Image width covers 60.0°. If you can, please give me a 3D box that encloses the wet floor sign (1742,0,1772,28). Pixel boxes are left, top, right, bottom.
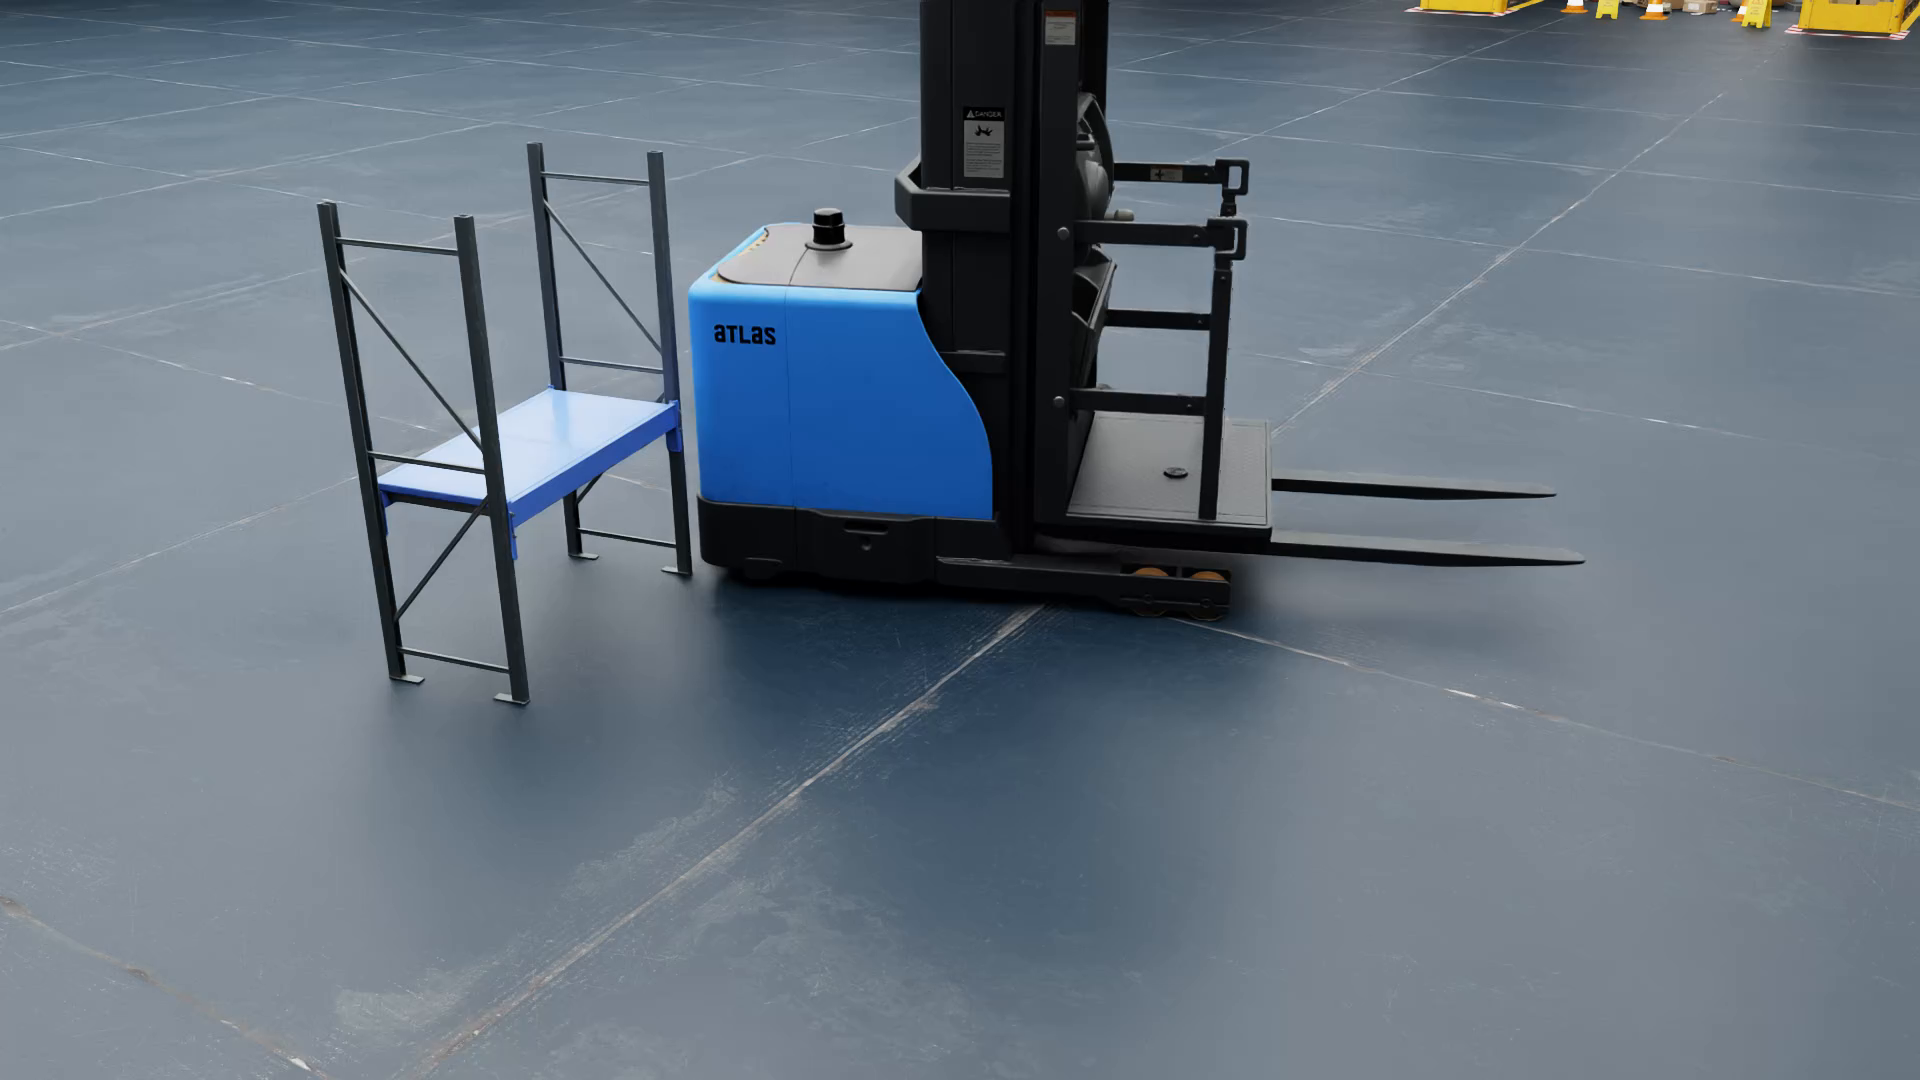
[{"bbox_3d":[10.441,-7.035,21.687,0.232,0.644,0.267,-17,29,-35],"label":"wet floor sign"}]

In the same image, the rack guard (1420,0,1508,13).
[{"bbox_3d":[7.179,-7.803,23.645,1.175,0.500,0.348,14,27,29],"label":"rack guard"}]

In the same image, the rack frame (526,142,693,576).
[{"bbox_3d":[-1.201,-0.600,5.748,0.500,1.500,0.032,9,25,19],"label":"rack frame"}]

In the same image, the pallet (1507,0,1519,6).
[{"bbox_3d":[7.547,-7.965,24.382,1.003,0.211,1.213,14,27,29],"label":"pallet"}]

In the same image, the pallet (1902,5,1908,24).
[{"bbox_3d":[11.949,-6.968,22.079,1.003,0.211,1.213,14,27,29],"label":"pallet"}]

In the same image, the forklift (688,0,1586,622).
[{"bbox_3d":[0.640,-1.298,5.558,3.031,2.935,1.130,4,24,9],"label":"forklift"}]

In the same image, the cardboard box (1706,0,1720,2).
[{"bbox_3d":[11.307,-8.225,24.915,0.258,0.266,0.396,-3,24,-7],"label":"cardboard box"}]

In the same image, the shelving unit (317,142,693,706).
[{"bbox_3d":[-1.379,-0.411,5.311,0.538,1.500,1.048,9,25,19],"label":"shelving unit"}]

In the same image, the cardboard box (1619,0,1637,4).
[{"bbox_3d":[9.960,-8.087,24.597,0.396,0.266,0.258,20,30,38],"label":"cardboard box"}]

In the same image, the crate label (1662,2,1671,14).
[{"bbox_3d":[9.821,-7.453,23.293,0.250,0.136,0.298,1,23,2],"label":"crate label"}]

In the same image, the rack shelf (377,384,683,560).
[{"bbox_3d":[-1.379,-0.246,5.383,0.538,0.185,1.000,9,25,19],"label":"rack shelf"}]

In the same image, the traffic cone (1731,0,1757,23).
[{"bbox_3d":[10.581,-7.206,22.313,0.336,0.463,0.334,14,27,29],"label":"traffic cone"}]

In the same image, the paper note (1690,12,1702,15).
[{"bbox_3d":[10.258,-7.329,23.140,0.148,0.019,0.142,5,24,11],"label":"paper note"}]

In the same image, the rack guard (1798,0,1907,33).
[{"bbox_3d":[11.490,-6.833,21.406,1.175,0.500,0.348,14,27,29],"label":"rack guard"}]

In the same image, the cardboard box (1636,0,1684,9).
[{"bbox_3d":[10.226,-7.933,23.941,0.797,0.503,0.637,-3,24,-7],"label":"cardboard box"}]

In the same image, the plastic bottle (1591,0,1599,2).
[{"bbox_3d":[9.561,-8.054,24.777,0.283,0.061,0.133,5,24,11],"label":"plastic bottle"}]

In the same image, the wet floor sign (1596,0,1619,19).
[{"bbox_3d":[8.859,-7.453,22.654,0.267,0.644,0.232,9,25,20],"label":"wet floor sign"}]

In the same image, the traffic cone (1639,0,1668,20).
[{"bbox_3d":[9.459,-7.324,22.586,0.336,0.463,0.334,14,27,29],"label":"traffic cone"}]

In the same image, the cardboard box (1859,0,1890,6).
[{"bbox_3d":[12.111,-7.100,21.808,0.500,0.250,0.500,14,27,29],"label":"cardboard box"}]

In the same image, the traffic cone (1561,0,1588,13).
[{"bbox_3d":[8.678,-7.676,23.398,0.336,0.463,0.334,14,27,29],"label":"traffic cone"}]

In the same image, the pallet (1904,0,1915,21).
[{"bbox_3d":[12.593,-7.378,23.027,1.003,0.211,1.213,14,27,29],"label":"pallet"}]

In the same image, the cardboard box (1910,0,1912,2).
[{"bbox_3d":[12.664,-7.458,22.633,0.500,0.250,0.500,16,28,32],"label":"cardboard box"}]

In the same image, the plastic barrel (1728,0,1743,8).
[{"bbox_3d":[11.254,-7.787,23.705,0.421,0.421,0.512,-7,24,-17],"label":"plastic barrel"}]

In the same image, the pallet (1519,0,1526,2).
[{"bbox_3d":[8.191,-8.375,25.330,1.003,0.211,1.213,14,27,29],"label":"pallet"}]

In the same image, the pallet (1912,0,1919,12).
[{"bbox_3d":[13.236,-7.791,23.982,1.003,0.211,1.213,14,27,29],"label":"pallet"}]

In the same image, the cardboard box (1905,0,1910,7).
[{"bbox_3d":[12.386,-7.271,22.202,0.500,0.250,0.500,15,28,31],"label":"cardboard box"}]

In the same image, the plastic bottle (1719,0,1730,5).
[{"bbox_3d":[11.286,-7.914,24.454,0.133,0.061,0.283,20,30,38],"label":"plastic bottle"}]

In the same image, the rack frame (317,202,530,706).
[{"bbox_3d":[-1.558,-0.222,4.875,0.500,1.500,0.032,9,25,19],"label":"rack frame"}]

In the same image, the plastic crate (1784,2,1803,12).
[{"bbox_3d":[12.035,-7.607,23.721,0.402,0.080,0.583,5,24,11],"label":"plastic crate"}]

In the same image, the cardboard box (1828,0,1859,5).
[{"bbox_3d":[11.661,-7.223,22.092,0.500,0.250,0.500,14,27,29],"label":"cardboard box"}]

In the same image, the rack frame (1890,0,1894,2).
[{"bbox_3d":[11.450,-7.955,20.850,1.000,3.000,0.127,14,27,29],"label":"rack frame"}]

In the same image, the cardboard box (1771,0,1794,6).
[{"bbox_3d":[11.839,-8.082,24.288,0.500,0.500,0.500,-7,24,-17],"label":"cardboard box"}]

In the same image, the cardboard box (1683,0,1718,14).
[{"bbox_3d":[10.425,-7.512,23.415,0.250,0.149,0.380,-12,26,-26],"label":"cardboard box"}]

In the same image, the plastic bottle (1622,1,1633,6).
[{"bbox_3d":[9.741,-7.839,24.280,0.133,0.061,0.283,5,24,11],"label":"plastic bottle"}]
